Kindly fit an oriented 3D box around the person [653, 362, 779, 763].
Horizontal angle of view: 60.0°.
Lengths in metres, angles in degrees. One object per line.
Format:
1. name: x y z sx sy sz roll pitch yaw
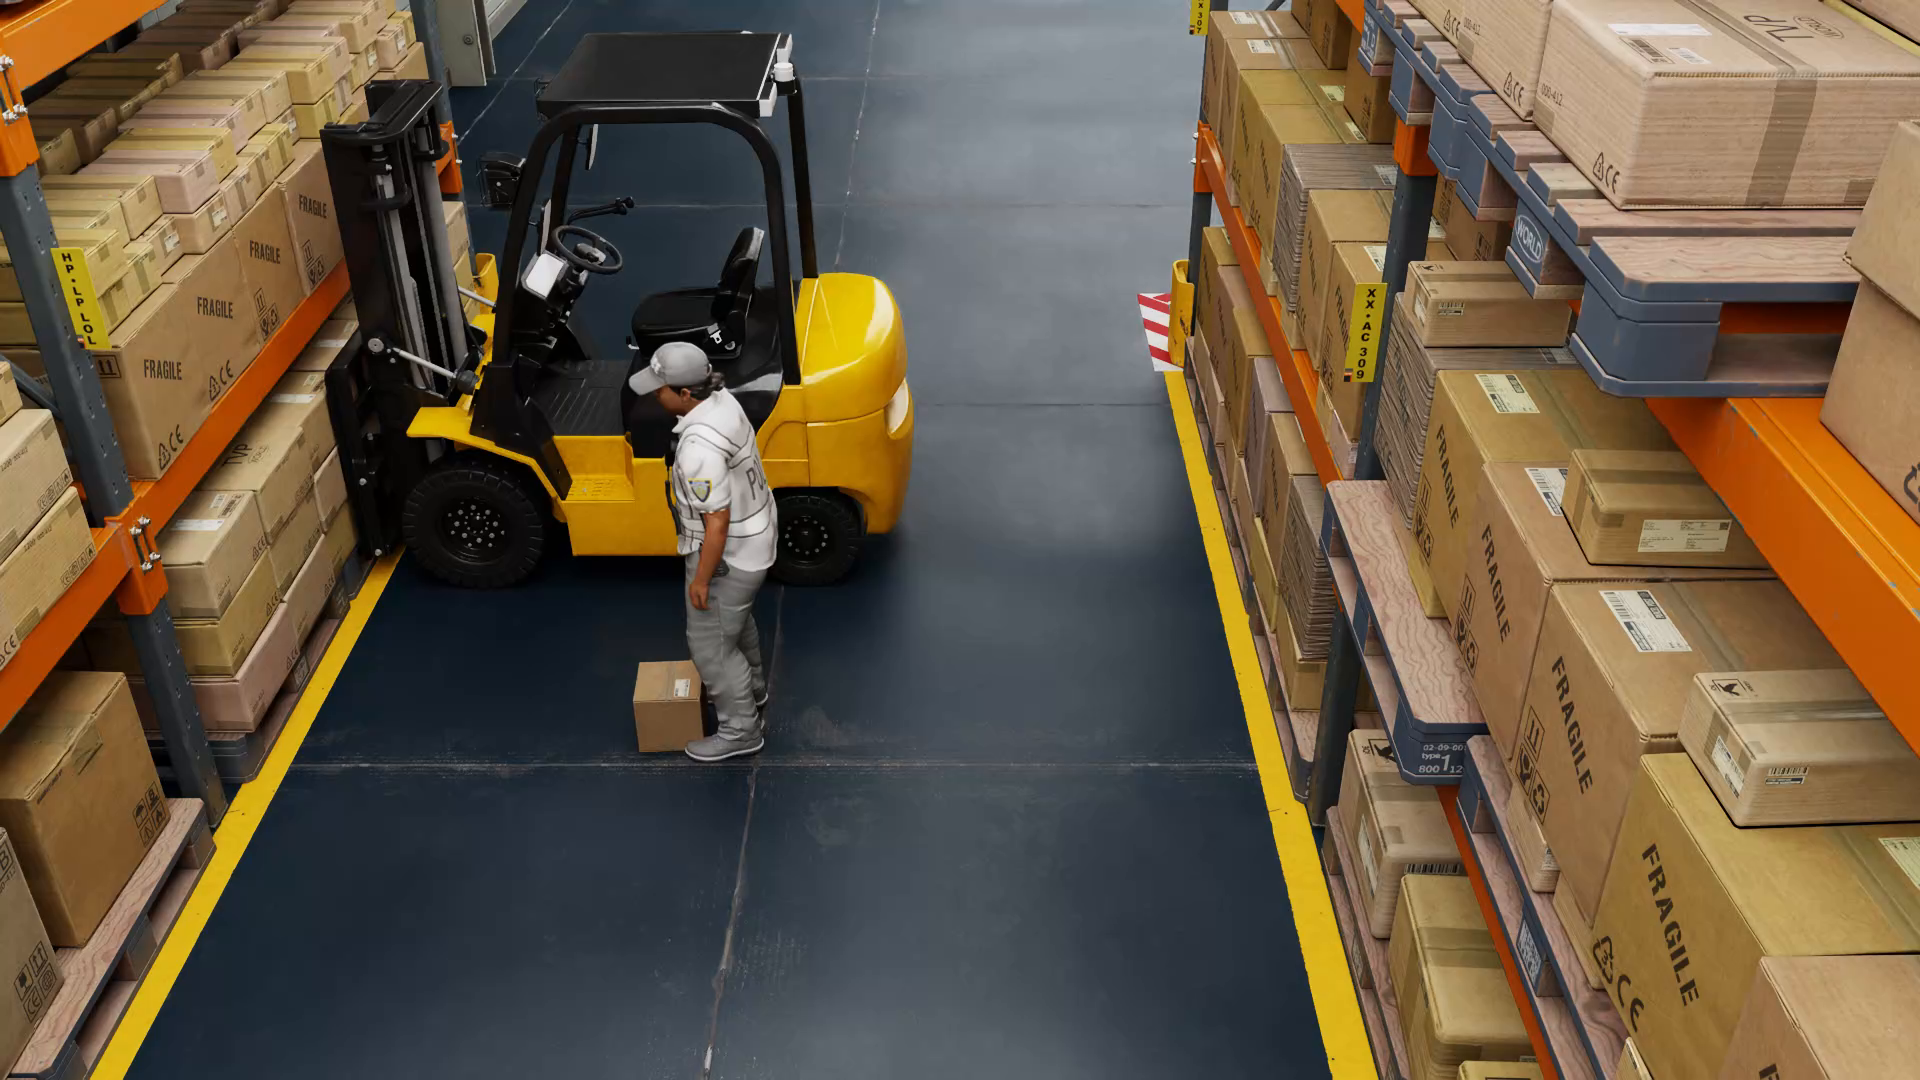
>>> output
1. person: -0.864 0.038 6.081 0.399 1.652 0.540 0 32 0
